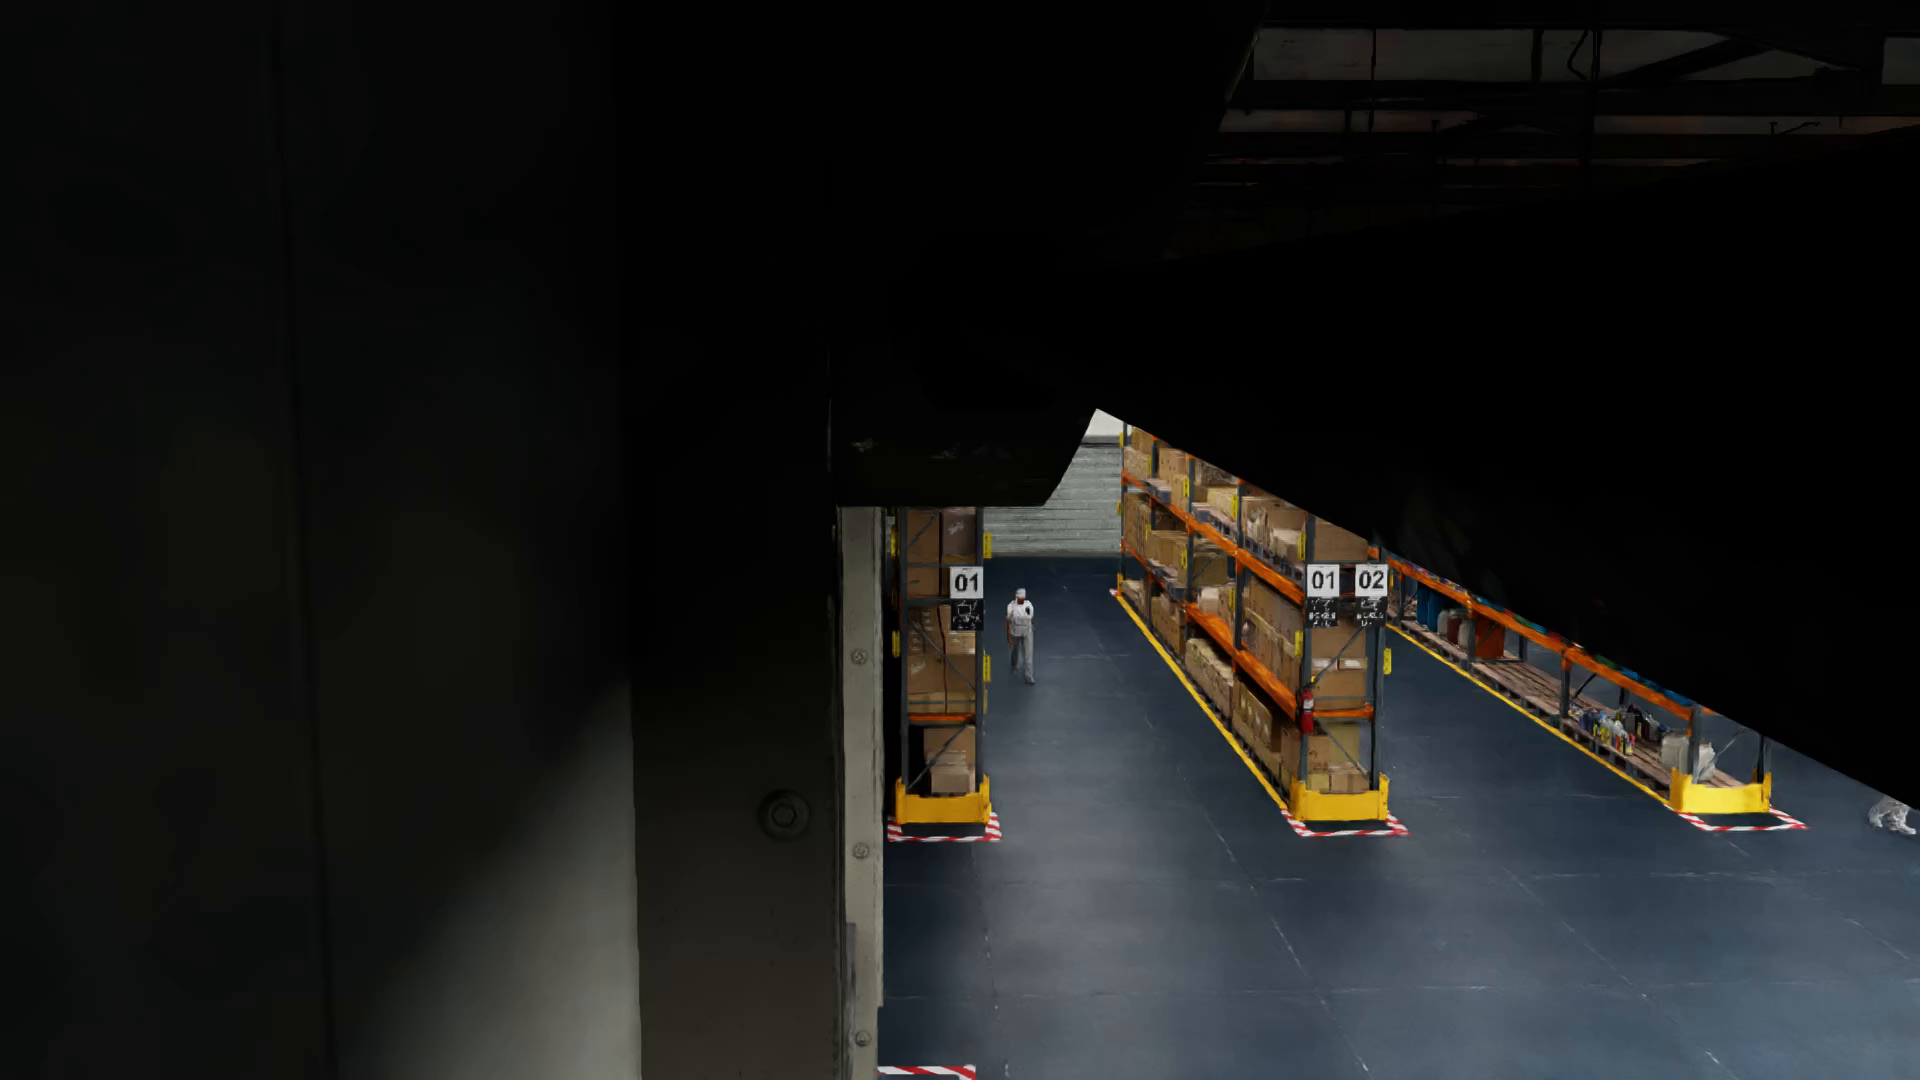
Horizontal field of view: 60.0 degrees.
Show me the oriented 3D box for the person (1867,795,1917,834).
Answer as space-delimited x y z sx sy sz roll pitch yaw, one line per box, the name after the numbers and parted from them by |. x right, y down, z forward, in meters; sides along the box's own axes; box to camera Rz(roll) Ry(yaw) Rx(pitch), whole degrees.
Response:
11.335 2.659 20.043 0.589 1.762 0.567 -6 10 -38 | person

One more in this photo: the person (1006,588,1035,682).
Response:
1.026 1.576 28.239 0.497 1.583 1.090 0 8 0 | person
